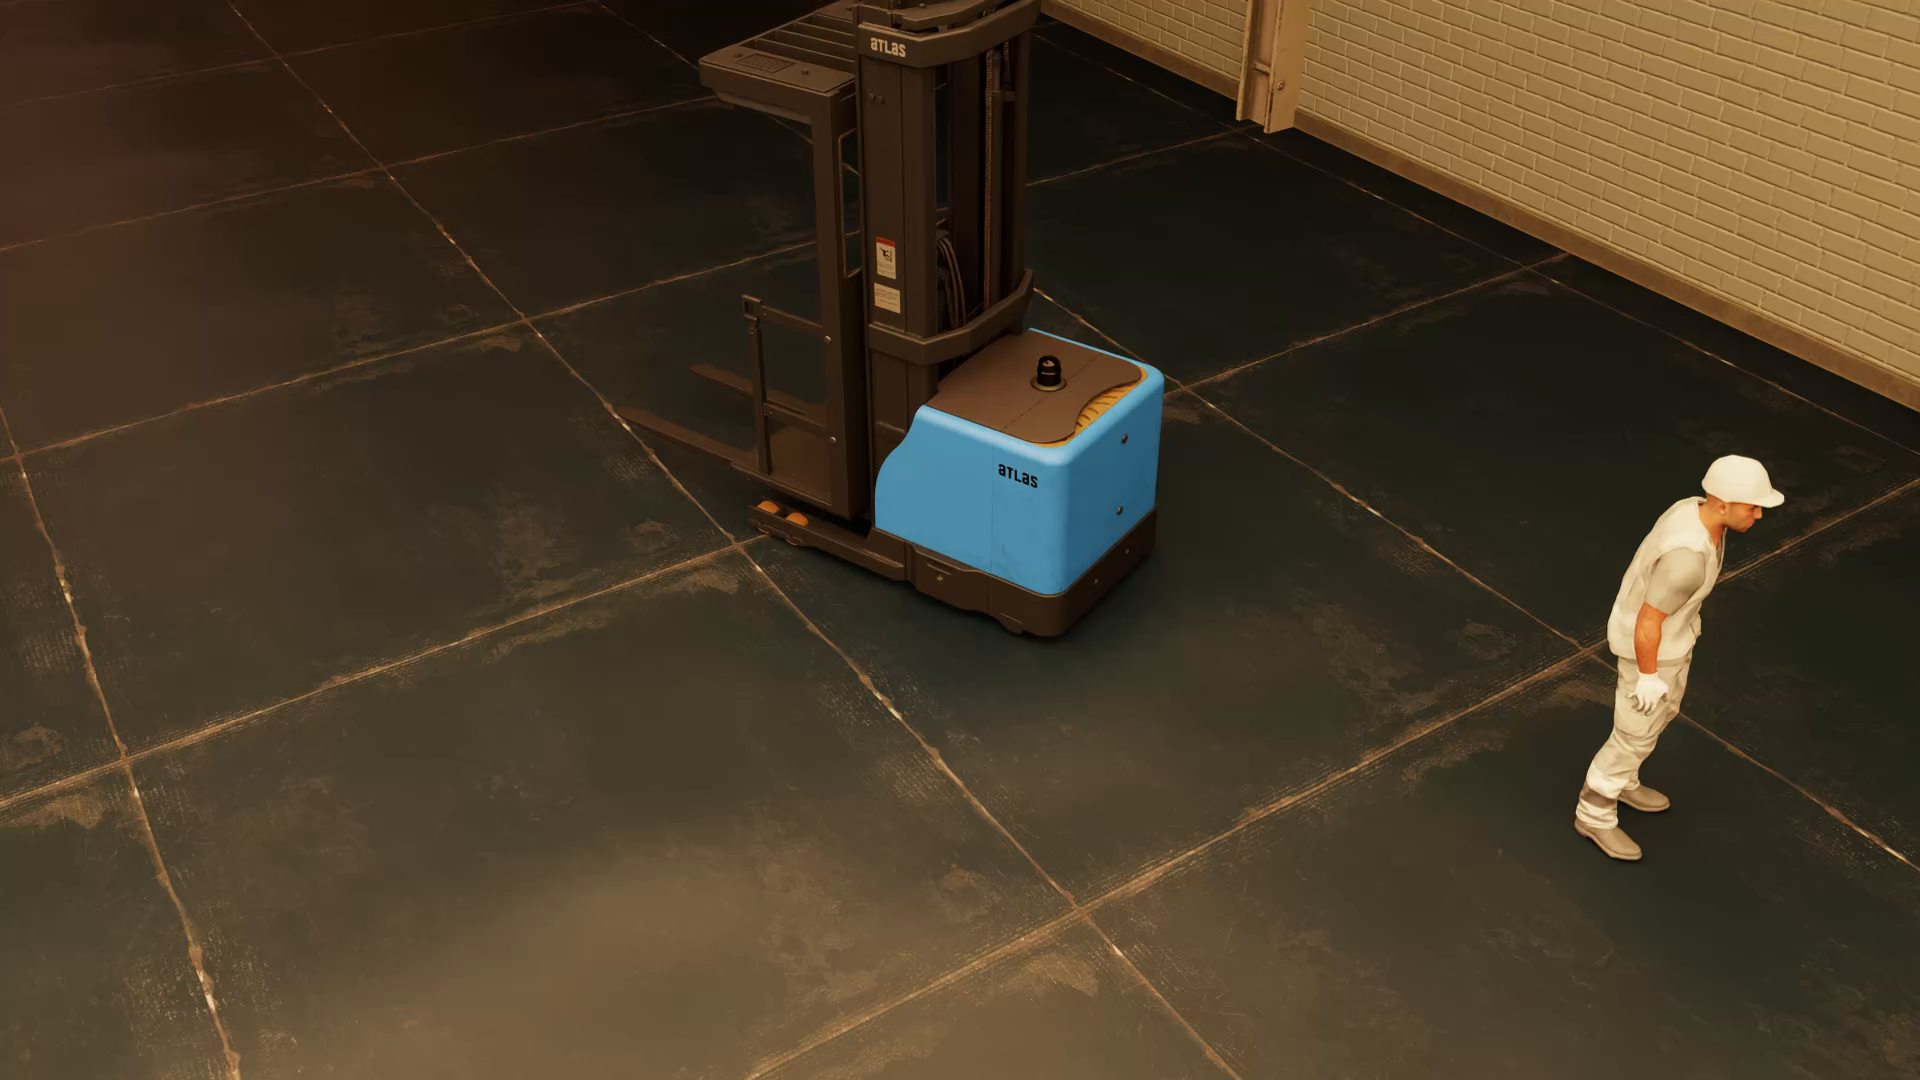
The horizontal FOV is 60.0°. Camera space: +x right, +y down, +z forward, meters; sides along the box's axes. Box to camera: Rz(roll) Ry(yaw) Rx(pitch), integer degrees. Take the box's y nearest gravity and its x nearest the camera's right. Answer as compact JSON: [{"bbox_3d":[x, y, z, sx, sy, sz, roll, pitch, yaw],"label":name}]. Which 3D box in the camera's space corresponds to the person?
[{"bbox_3d":[2.779,0.406,6.527,0.453,1.719,0.609,22,41,28],"label":"person"}]

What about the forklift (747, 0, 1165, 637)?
[{"bbox_3d":[-0.500,-1.399,8.138,3.031,2.935,1.130,22,41,28],"label":"forklift"}]
